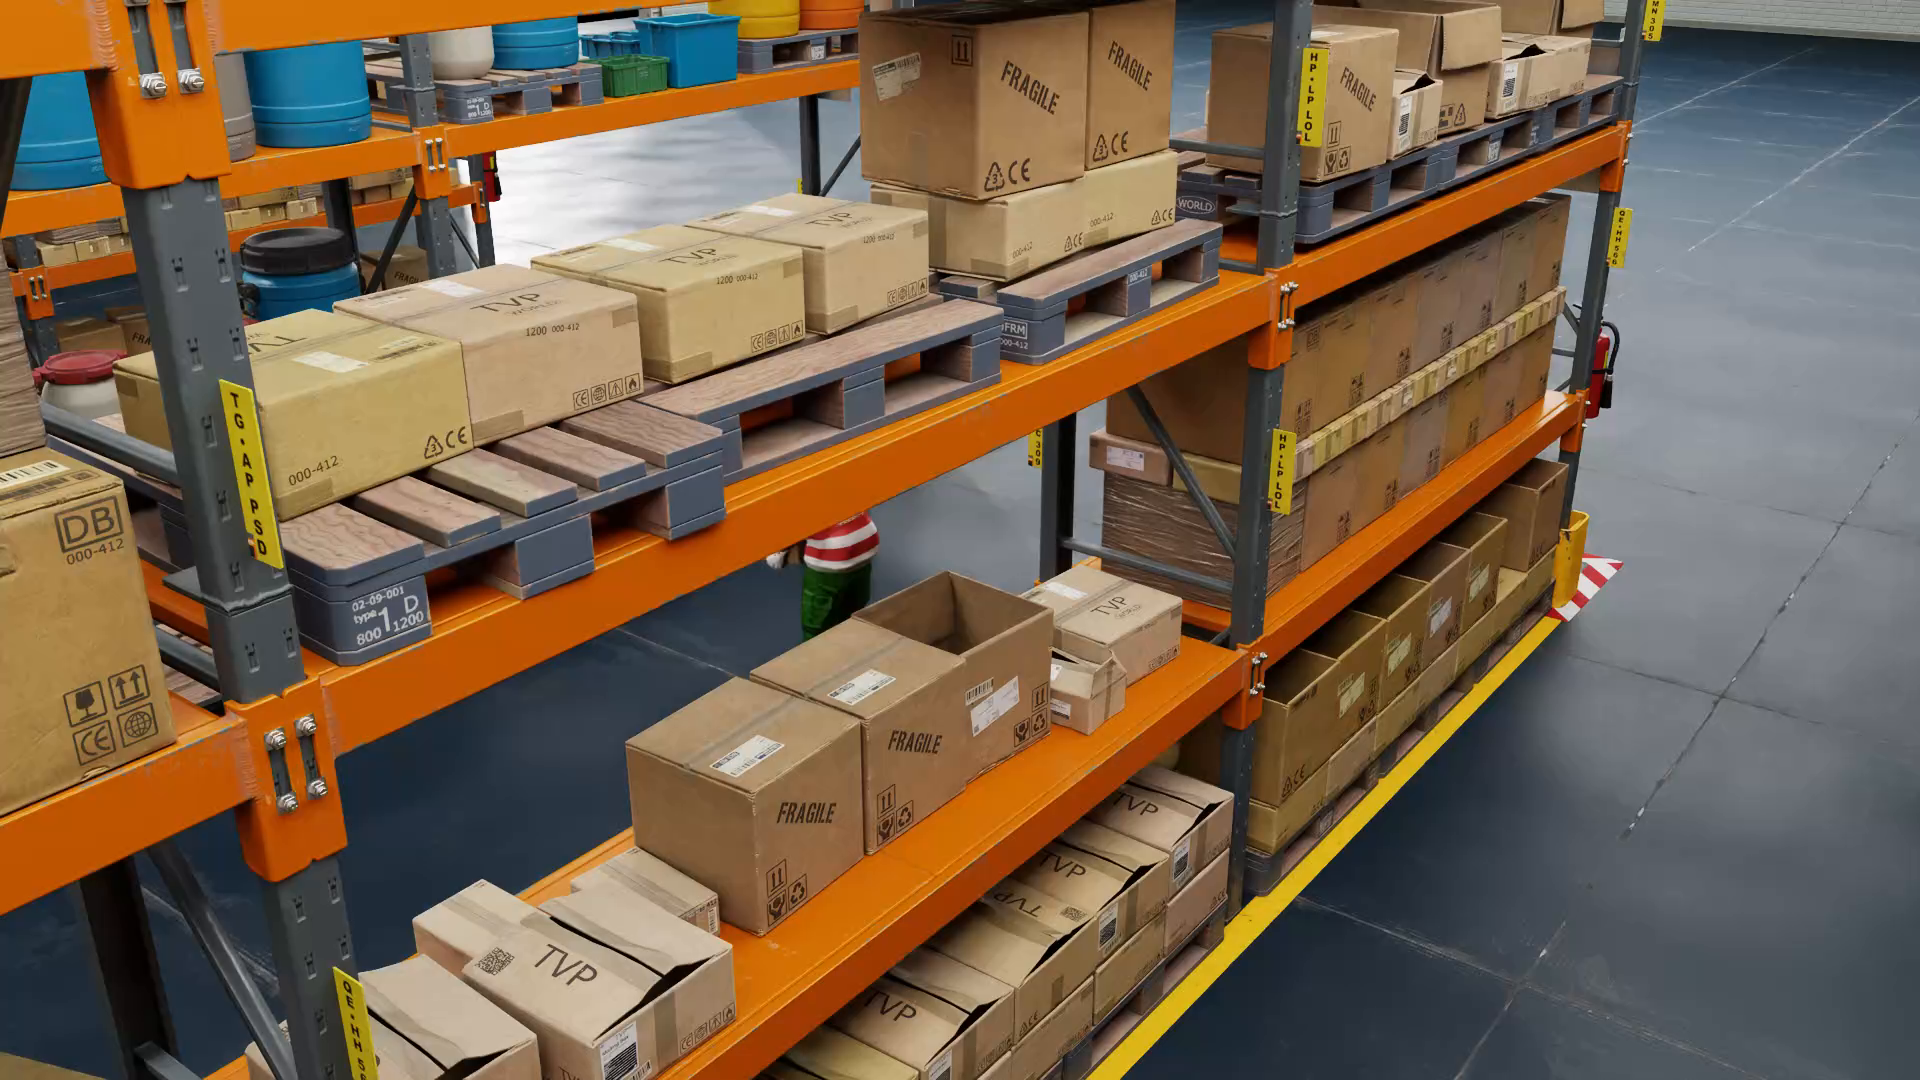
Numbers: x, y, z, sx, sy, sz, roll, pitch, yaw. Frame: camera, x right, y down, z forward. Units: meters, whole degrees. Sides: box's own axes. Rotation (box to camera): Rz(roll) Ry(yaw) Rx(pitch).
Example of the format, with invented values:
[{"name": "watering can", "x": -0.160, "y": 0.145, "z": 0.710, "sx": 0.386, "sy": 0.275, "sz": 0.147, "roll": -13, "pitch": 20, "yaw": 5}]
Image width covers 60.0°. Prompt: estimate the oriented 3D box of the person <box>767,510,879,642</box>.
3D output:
[{"name": "person", "x": -0.710, "y": 0.080, "z": 8.400, "sx": 0.581, "sy": 1.772, "sz": 0.491, "roll": 16, "pitch": 28, "yaw": 33}]
